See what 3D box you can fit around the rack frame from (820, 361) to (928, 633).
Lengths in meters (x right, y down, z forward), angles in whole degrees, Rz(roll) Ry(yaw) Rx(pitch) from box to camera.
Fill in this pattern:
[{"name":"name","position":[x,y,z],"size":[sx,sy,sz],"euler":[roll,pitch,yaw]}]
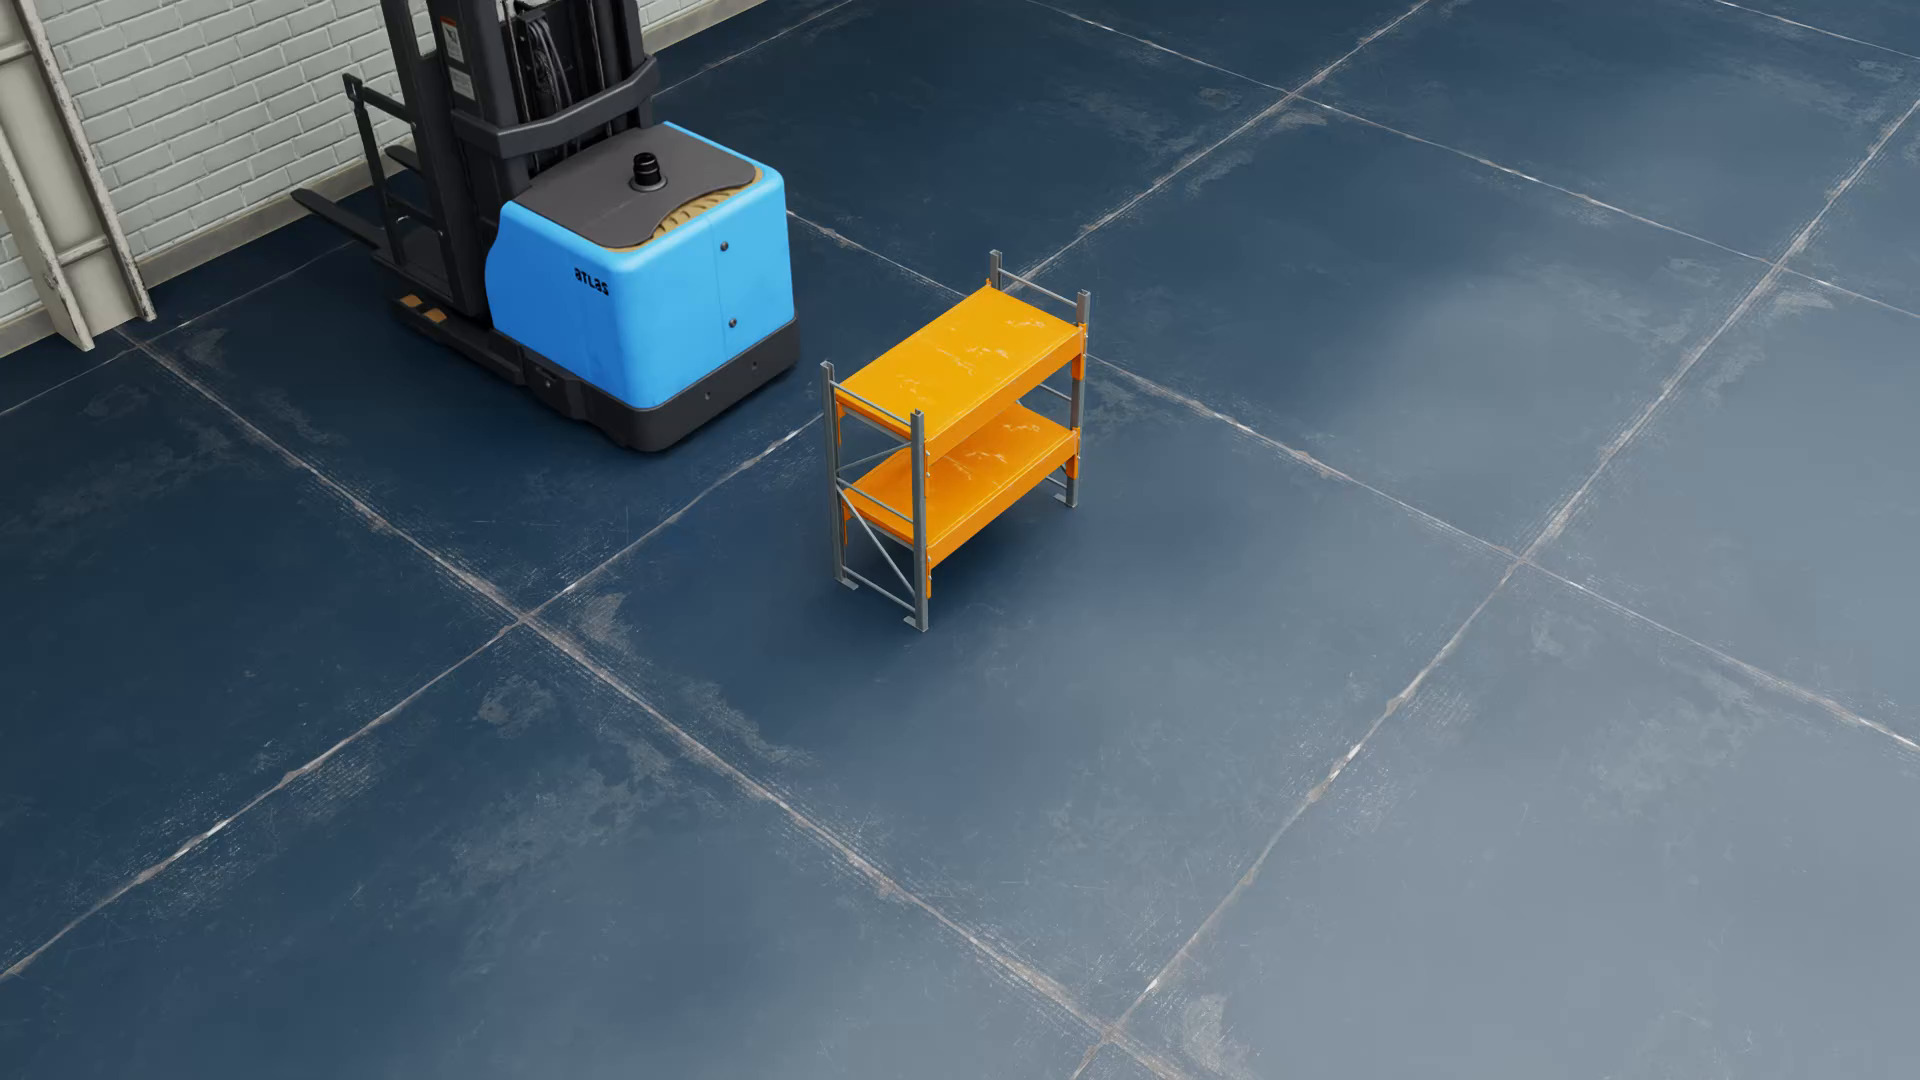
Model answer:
[{"name":"rack frame","position":[-0.332,-0.151,6.580],"size":[0.500,1.125,0.032],"euler":[29,50,28]}]

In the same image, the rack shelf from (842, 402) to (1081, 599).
[{"name":"rack shelf","position":[-0.004,-0.232,7.032],"size":[0.538,0.278,1.000],"euler":[29,50,28]}]

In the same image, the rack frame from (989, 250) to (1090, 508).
[{"name":"rack frame","position":[0.323,-0.674,7.156],"size":[0.500,1.125,0.032],"euler":[29,50,28]}]

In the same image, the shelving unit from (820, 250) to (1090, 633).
[{"name":"shelving unit","position":[-0.004,-0.413,6.868],"size":[0.538,1.125,1.048],"euler":[29,50,28]}]

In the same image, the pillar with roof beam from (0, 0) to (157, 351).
[{"name":"pillar with roof beam","position":[-1.053,-2.570,3.388],"size":[9.100,9.000,0.400],"euler":[29,50,28]}]

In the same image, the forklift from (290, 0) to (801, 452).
[{"name":"forklift","position":[-2.238,-2.322,7.625],"size":[3.031,2.935,1.130],"euler":[29,50,28]}]

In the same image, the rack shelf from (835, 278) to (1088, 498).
[{"name":"rack shelf","position":[-0.004,-0.629,6.671],"size":[0.538,0.278,1.000],"euler":[29,50,28]}]
